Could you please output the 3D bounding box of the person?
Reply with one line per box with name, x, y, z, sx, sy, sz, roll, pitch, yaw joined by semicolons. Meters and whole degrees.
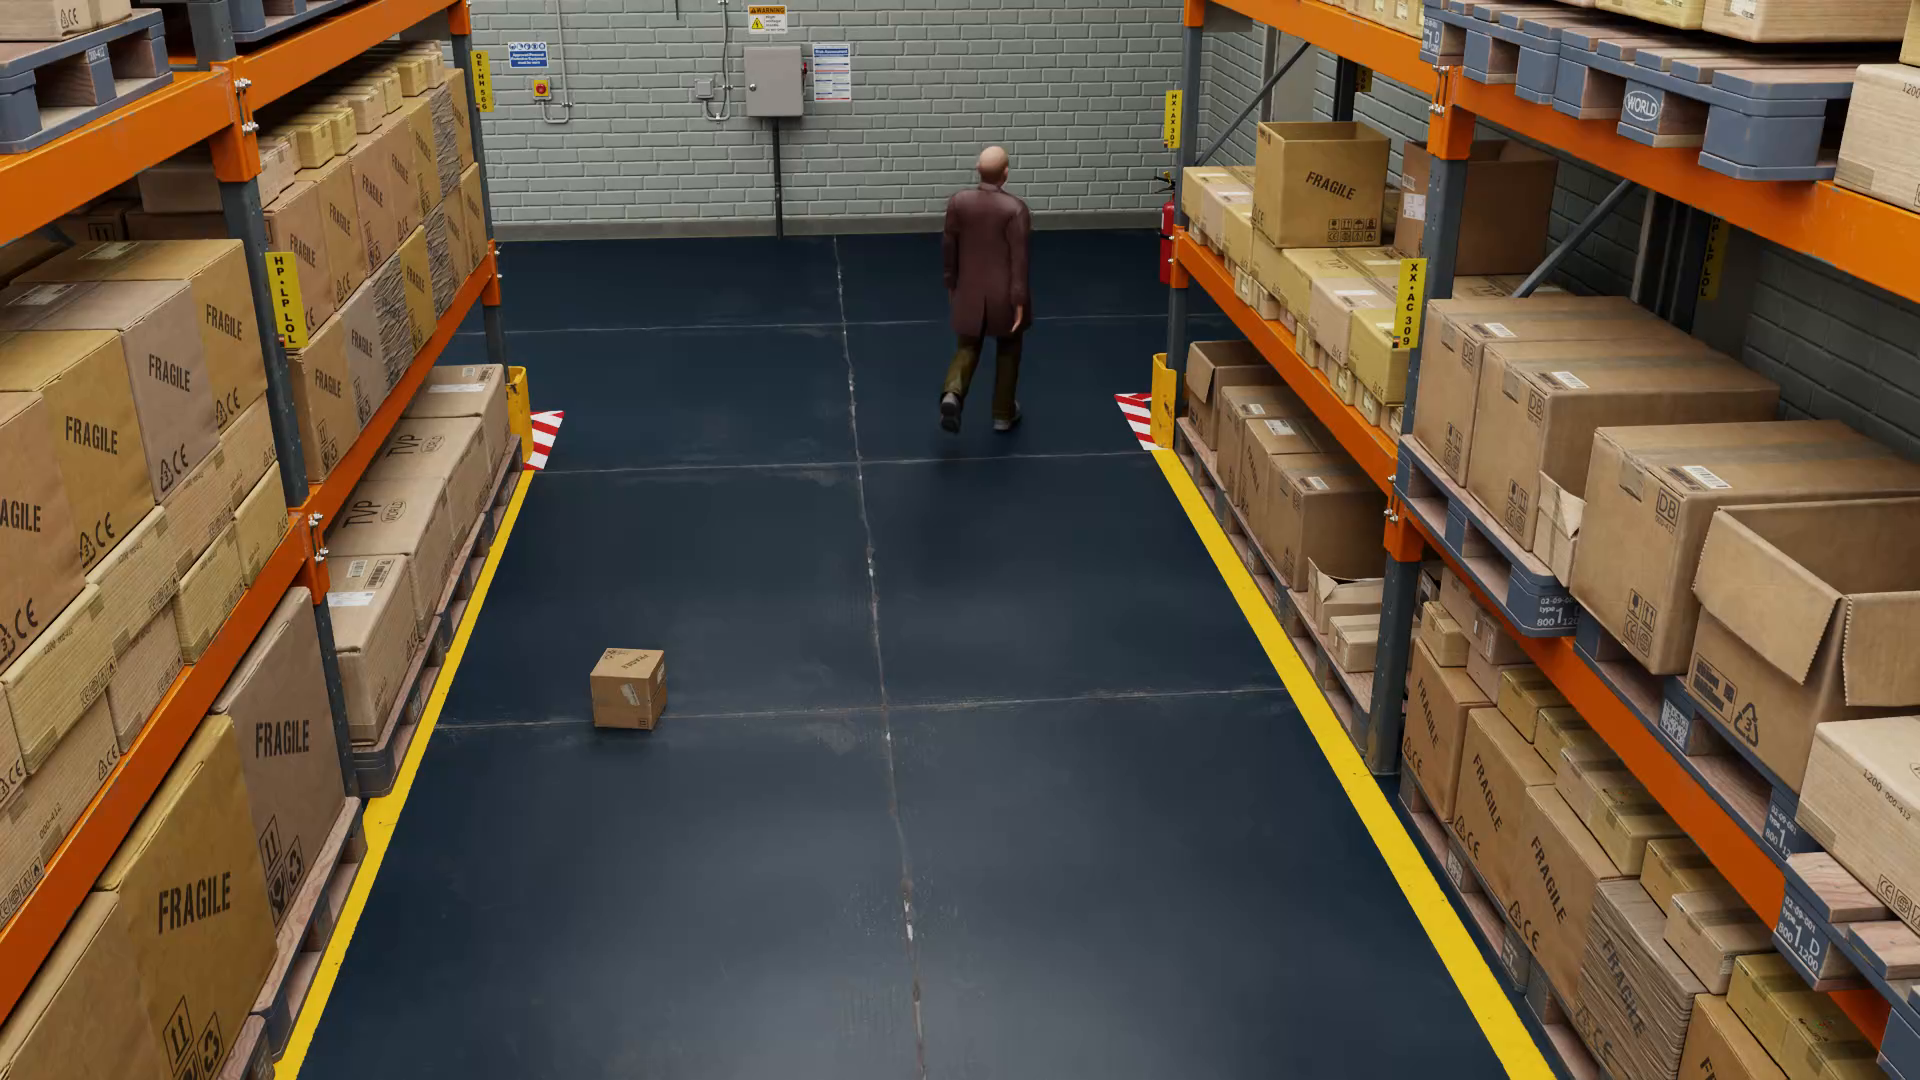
person;0.139;-1.467;9.984;0.589;1.753;0.900;7;24;16
